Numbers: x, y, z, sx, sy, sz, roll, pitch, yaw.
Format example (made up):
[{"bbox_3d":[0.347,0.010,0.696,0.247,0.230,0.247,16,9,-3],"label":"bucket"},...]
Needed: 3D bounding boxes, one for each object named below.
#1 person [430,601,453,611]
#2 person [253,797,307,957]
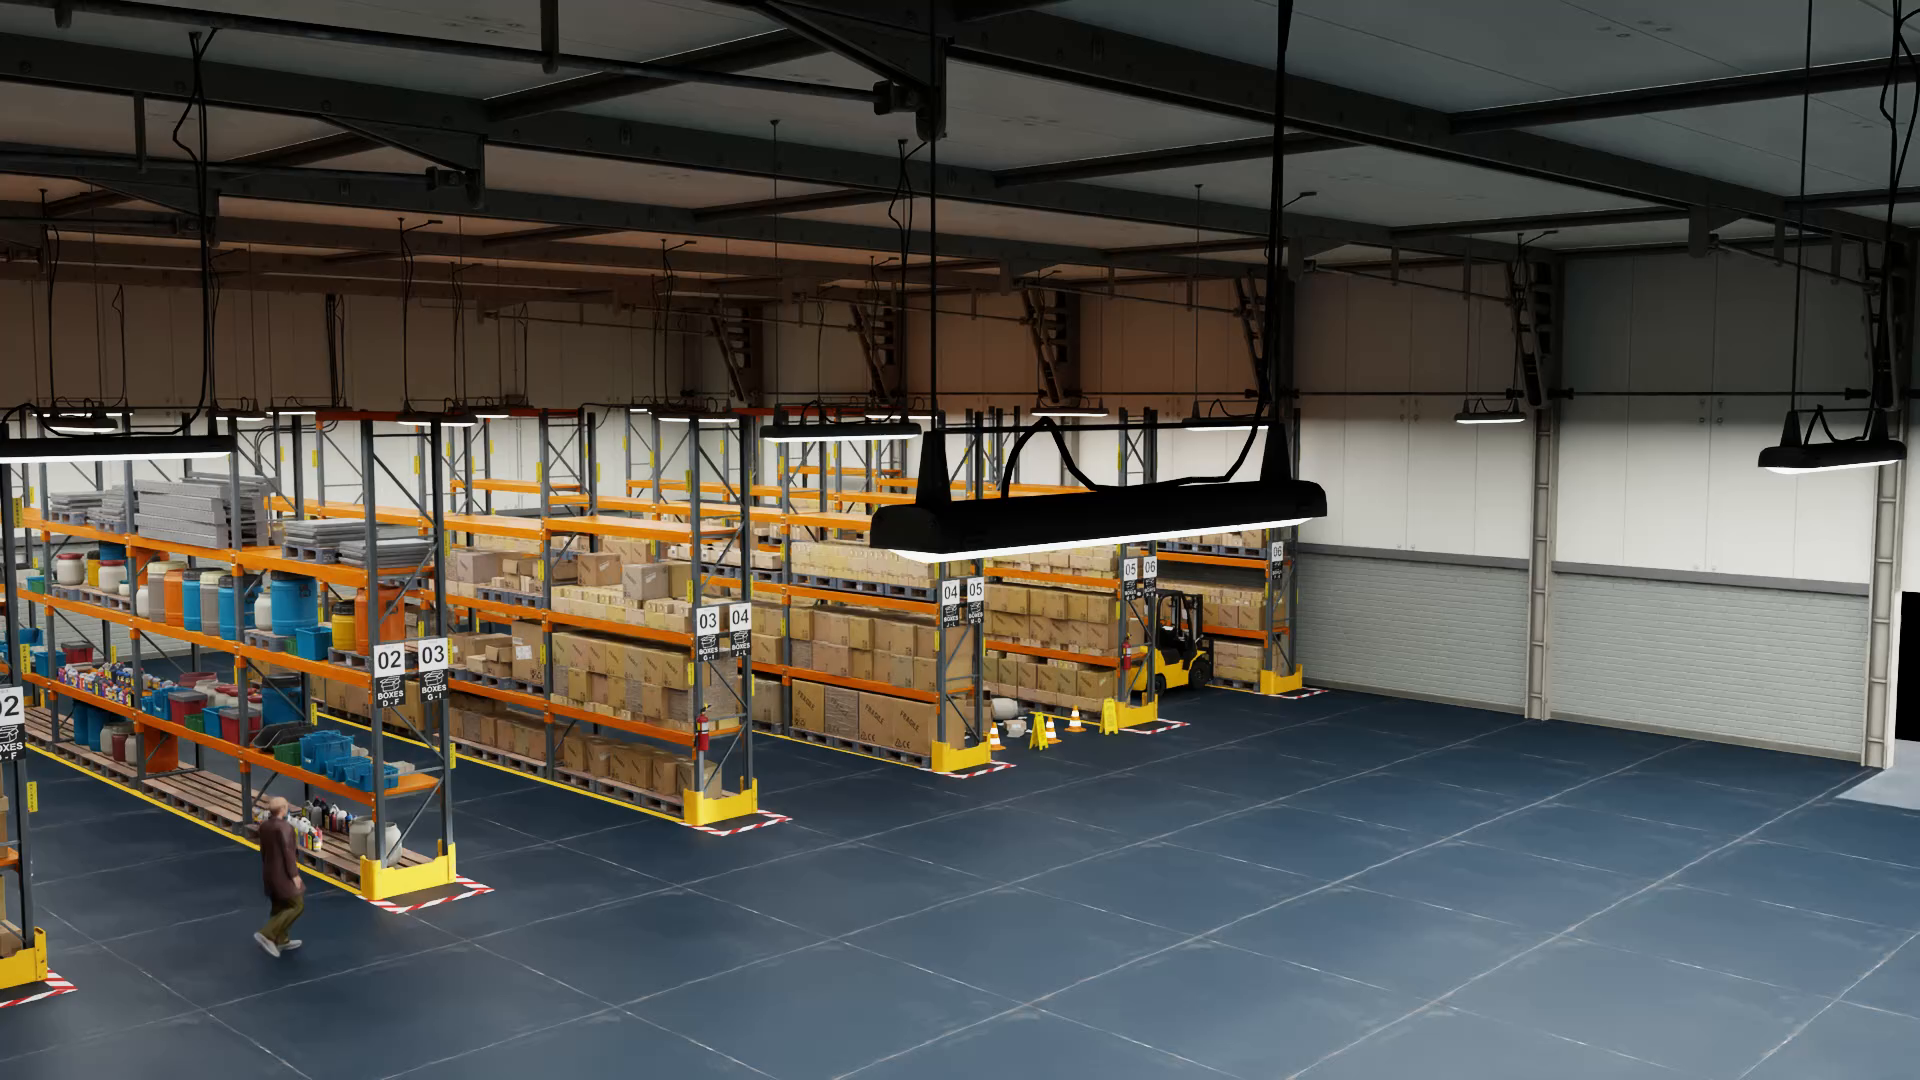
[{"bbox_3d":[-12.482,1.949,39.831,0.523,1.705,1.143,2,5,21],"label":"person"},{"bbox_3d":[-7.676,3.772,18.650,0.608,1.777,0.608,4,7,40],"label":"person"}]
